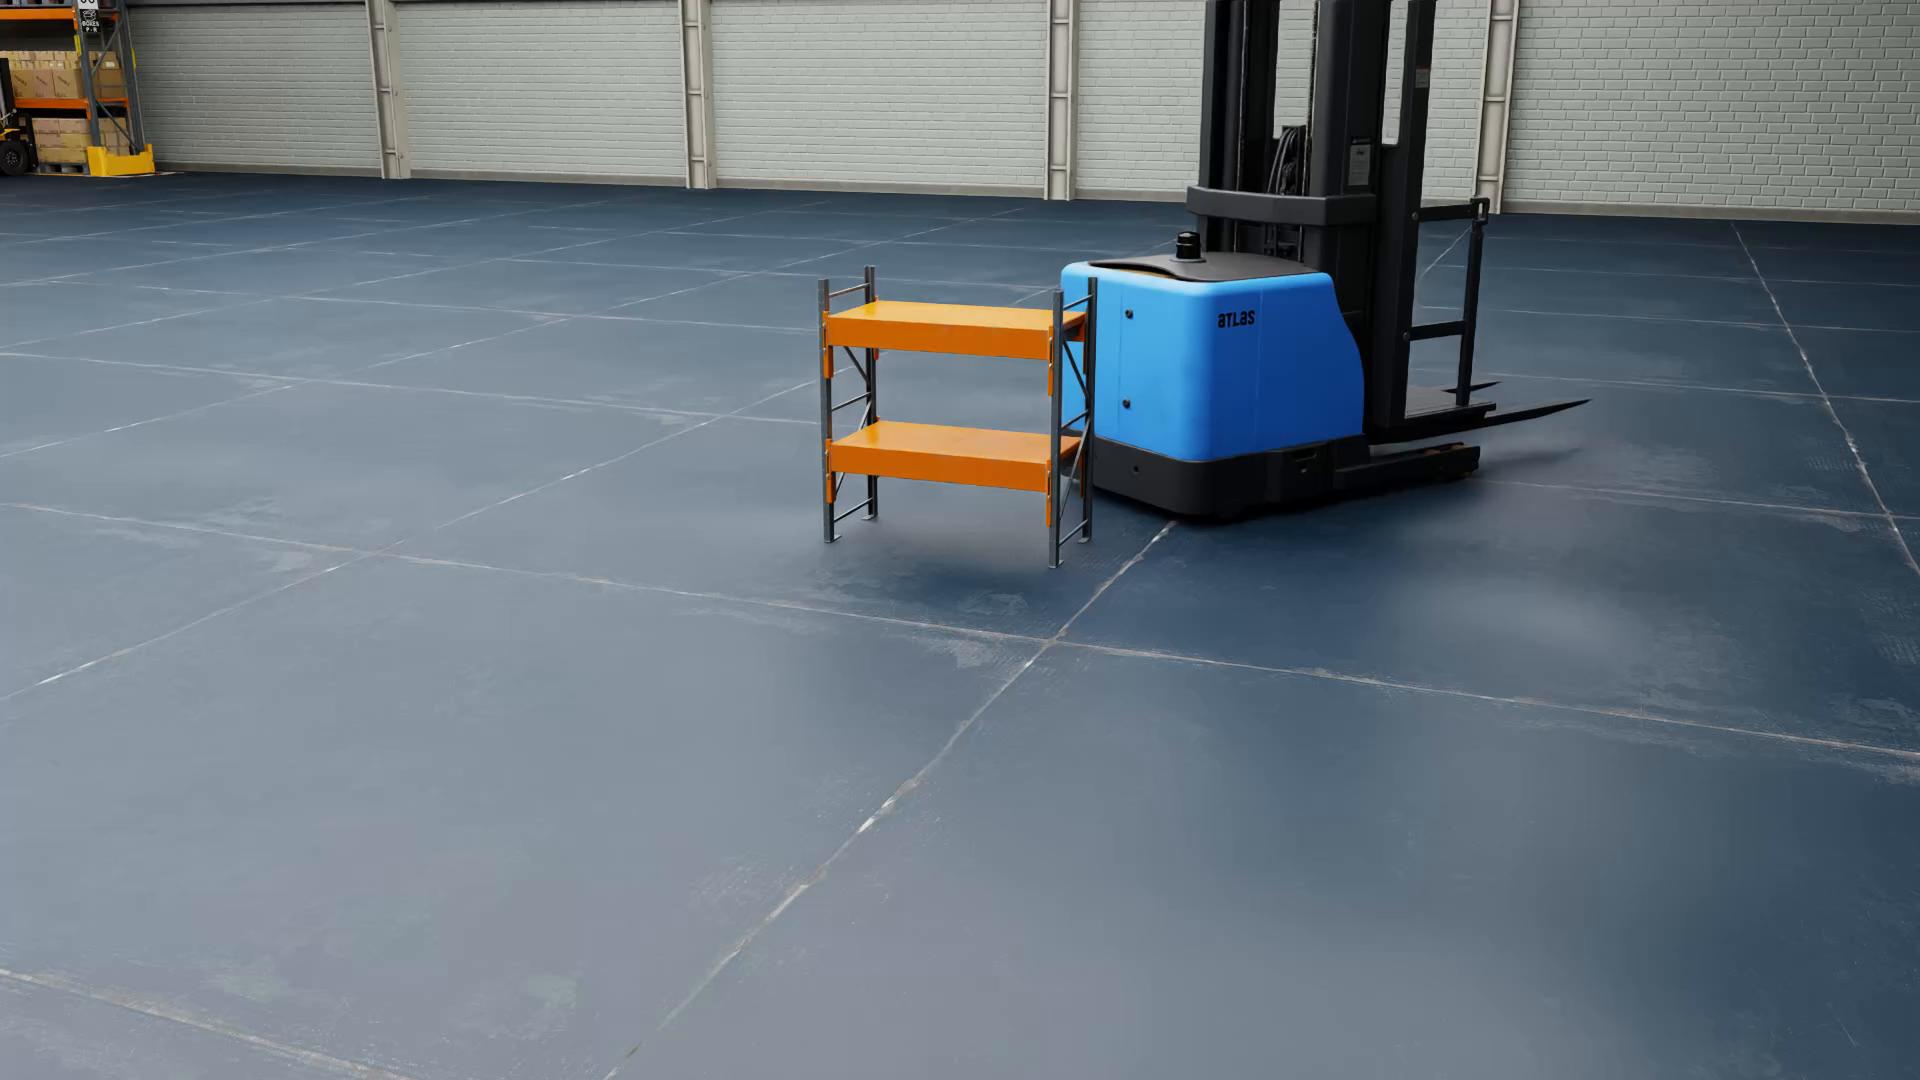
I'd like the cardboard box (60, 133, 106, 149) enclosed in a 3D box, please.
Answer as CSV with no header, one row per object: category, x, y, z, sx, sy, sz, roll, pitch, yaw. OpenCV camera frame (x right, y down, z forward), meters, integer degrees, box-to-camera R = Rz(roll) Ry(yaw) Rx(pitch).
cardboard box,-15.529,-7.071,29.432,0.500,0.250,0.500,6,17,20

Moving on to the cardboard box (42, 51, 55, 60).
cardboard box,-15.866,-8.502,29.204,0.250,0.149,0.380,7,17,22

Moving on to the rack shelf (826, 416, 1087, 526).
rack shelf,-0.006,-0.306,7.087,1.000,0.278,0.538,6,17,21

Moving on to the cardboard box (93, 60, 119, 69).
cardboard box,-15.182,-8.442,29.531,0.250,0.149,0.380,6,17,19

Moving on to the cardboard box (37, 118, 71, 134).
cardboard box,-15.982,-7.359,29.528,0.500,0.250,0.500,7,17,22

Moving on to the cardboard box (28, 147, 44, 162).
cardboard box,-16.436,-6.935,29.860,0.500,0.250,0.500,6,17,21

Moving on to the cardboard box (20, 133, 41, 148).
cardboard box,-16.480,-7.172,29.781,0.500,0.250,0.500,6,17,19

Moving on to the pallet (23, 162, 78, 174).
pallet,-16.819,-6.834,30.336,1.213,0.211,1.003,6,17,21

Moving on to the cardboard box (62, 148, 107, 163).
cardboard box,-15.515,-6.828,29.492,0.500,0.250,0.500,6,17,21

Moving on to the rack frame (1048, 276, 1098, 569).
rack frame,0.467,-0.489,6.840,0.032,1.125,0.500,6,17,21

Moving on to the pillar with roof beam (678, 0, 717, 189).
pillar with roof beam,-5.695,-8.823,21.424,0.400,9.000,9.100,6,17,21

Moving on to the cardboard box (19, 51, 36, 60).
cardboard box,-16.354,-8.545,29.350,0.250,0.149,0.380,7,18,22

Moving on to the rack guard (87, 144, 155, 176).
rack guard,-14.939,-6.778,29.624,0.348,0.500,1.175,6,17,21

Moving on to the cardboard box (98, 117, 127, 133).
cardboard box,-15.339,-7.440,29.808,0.500,0.250,0.500,6,17,20

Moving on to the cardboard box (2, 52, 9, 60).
cardboard box,-16.801,-8.621,29.612,0.250,0.149,0.380,7,17,21

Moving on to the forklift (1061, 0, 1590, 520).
forklift,1.967,-1.794,8.096,3.031,2.935,1.130,-11,19,-33

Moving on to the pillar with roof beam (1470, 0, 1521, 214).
pillar with roof beam,5.468,-7.595,17.196,0.400,9.000,9.100,6,17,21

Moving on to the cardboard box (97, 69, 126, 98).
cardboard box,-15.321,-8.152,29.693,0.500,0.500,0.500,7,18,22

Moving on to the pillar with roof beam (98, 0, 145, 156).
pillar with roof beam,-16.858,-10.050,25.652,0.400,9.000,9.100,6,17,21

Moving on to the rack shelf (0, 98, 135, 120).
rack shelf,-16.822,-7.840,30.089,4.000,0.370,1.077,6,17,21

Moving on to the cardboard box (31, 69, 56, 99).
cardboard box,-15.995,-8.067,29.400,0.500,0.500,0.500,7,18,22

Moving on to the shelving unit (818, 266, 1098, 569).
shelving unit,-0.006,-0.541,7.019,1.048,1.125,0.538,6,17,21

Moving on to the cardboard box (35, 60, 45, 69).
cardboard box,-16.081,-8.392,29.359,0.250,0.149,0.380,6,17,20

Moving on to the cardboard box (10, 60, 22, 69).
cardboard box,-16.589,-8.428,29.482,0.250,0.149,0.380,6,17,21

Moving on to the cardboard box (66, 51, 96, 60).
cardboard box,-15.372,-8.465,29.076,0.250,0.149,0.380,6,17,21

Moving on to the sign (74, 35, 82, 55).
sign,-15.174,-8.511,28.610,0.005,0.325,0.100,6,17,21

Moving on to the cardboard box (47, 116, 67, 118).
cardboard box,-16.267,-7.545,30.167,0.500,0.250,0.500,6,17,20

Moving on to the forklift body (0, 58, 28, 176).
forklift body,-17.395,-7.294,28.441,1.214,2.155,2.313,6,17,21

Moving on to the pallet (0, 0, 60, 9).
pallet,-16.749,-9.582,29.579,1.213,0.211,1.003,6,17,21

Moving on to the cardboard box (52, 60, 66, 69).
cardboard box,-15.636,-8.322,29.115,0.250,0.149,0.380,7,17,22
